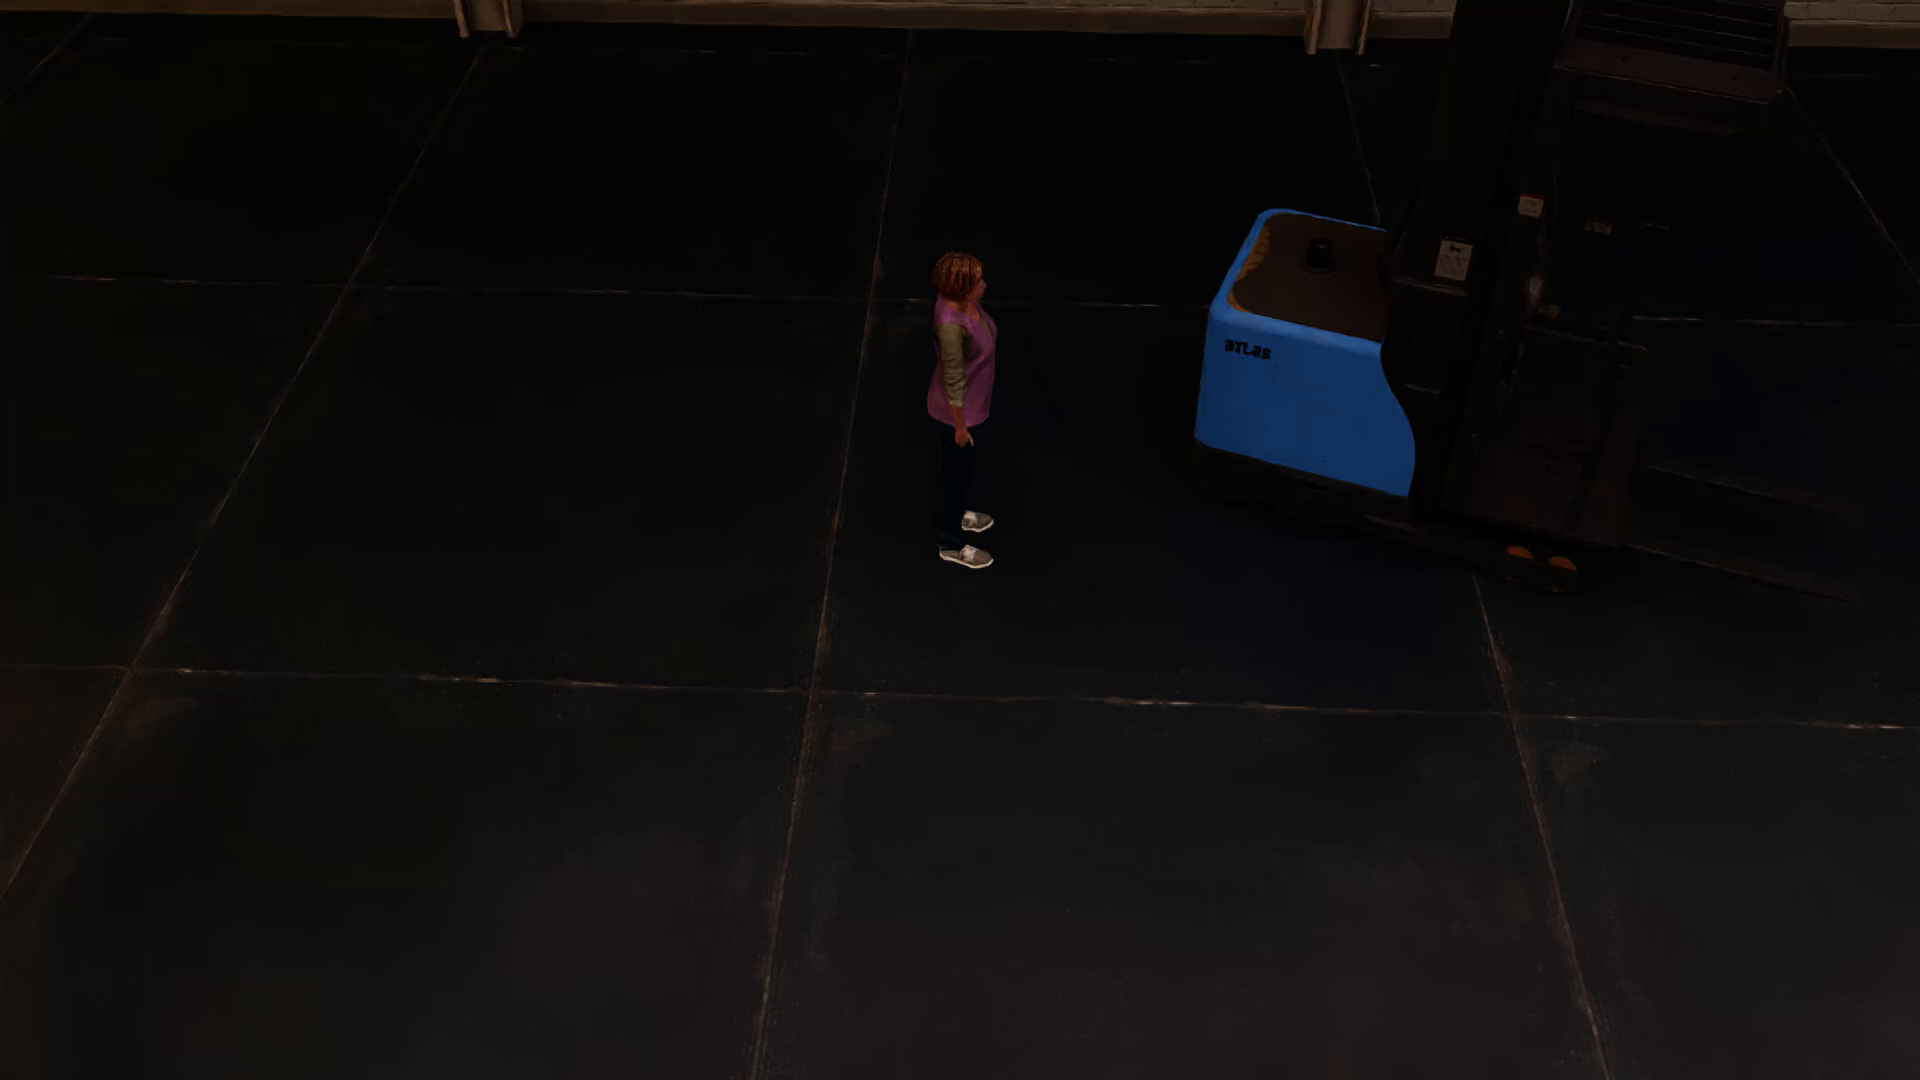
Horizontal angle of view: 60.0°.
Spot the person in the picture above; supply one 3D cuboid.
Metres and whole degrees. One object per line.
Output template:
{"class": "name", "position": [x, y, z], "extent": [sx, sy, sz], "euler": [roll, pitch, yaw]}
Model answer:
{"class": "person", "position": [0.009, -0.591, 7.377], "extent": [0.311, 1.604, 0.405], "euler": [2, 42, 2]}

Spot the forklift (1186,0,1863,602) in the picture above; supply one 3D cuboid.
{"class": "forklift", "position": [2.679, -1.250, 7.112], "extent": [3.031, 2.935, 1.130], "euler": [16, 45, 16]}
